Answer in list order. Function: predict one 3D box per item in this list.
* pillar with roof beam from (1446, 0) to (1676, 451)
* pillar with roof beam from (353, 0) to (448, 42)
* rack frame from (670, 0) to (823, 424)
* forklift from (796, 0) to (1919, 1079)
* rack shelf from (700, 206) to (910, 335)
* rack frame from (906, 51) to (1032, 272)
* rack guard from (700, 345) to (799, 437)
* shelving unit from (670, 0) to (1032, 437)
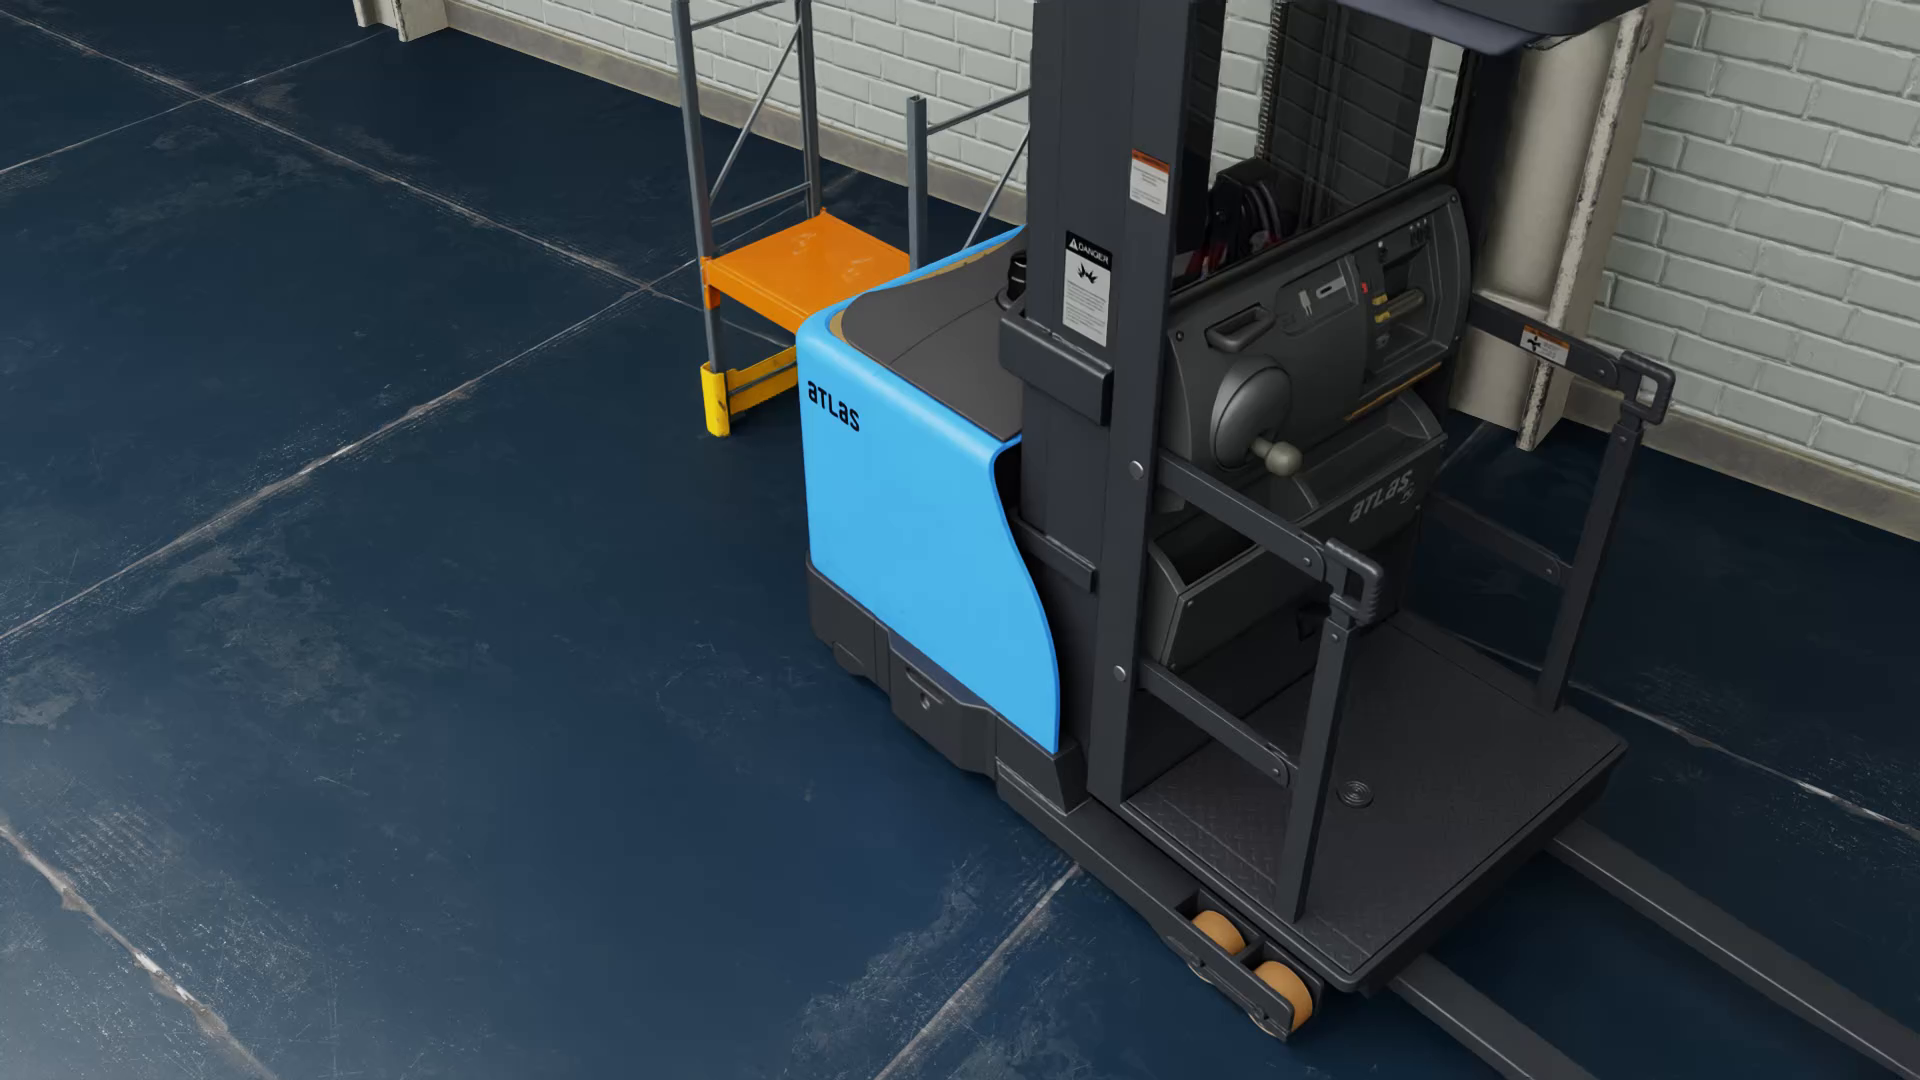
[{"bbox_3d":[-0.746,-1.882,0.354,0.400,9.000,9.100,25,45,29],"label":"pillar with roof beam"},{"bbox_3d":[-5.512,-4.129,3.225,0.400,9.000,9.100,25,45,29],"label":"pillar with roof beam"},{"bbox_3d":[-0.654,-1.091,5.427,0.500,1.500,0.032,-31,47,-33],"label":"rack frame"},{"bbox_3d":[0.912,-0.380,3.358,1.130,2.935,3.031,-28,46,-31],"label":"forklift"},{"bbox_3d":[-0.301,-0.724,5.250,0.538,0.185,1.000,-31,47,-33],"label":"rack shelf"},{"bbox_3d":[0.052,-0.640,4.851,0.500,1.500,0.032,-31,47,-33],"label":"rack frame"},{"bbox_3d":[-0.640,-0.591,5.801,0.587,0.250,0.087,-31,47,-33],"label":"rack guard"},{"bbox_3d":[-0.295,-0.862,5.134,0.587,1.500,1.083,-31,47,-33],"label":"shelving unit"}]
